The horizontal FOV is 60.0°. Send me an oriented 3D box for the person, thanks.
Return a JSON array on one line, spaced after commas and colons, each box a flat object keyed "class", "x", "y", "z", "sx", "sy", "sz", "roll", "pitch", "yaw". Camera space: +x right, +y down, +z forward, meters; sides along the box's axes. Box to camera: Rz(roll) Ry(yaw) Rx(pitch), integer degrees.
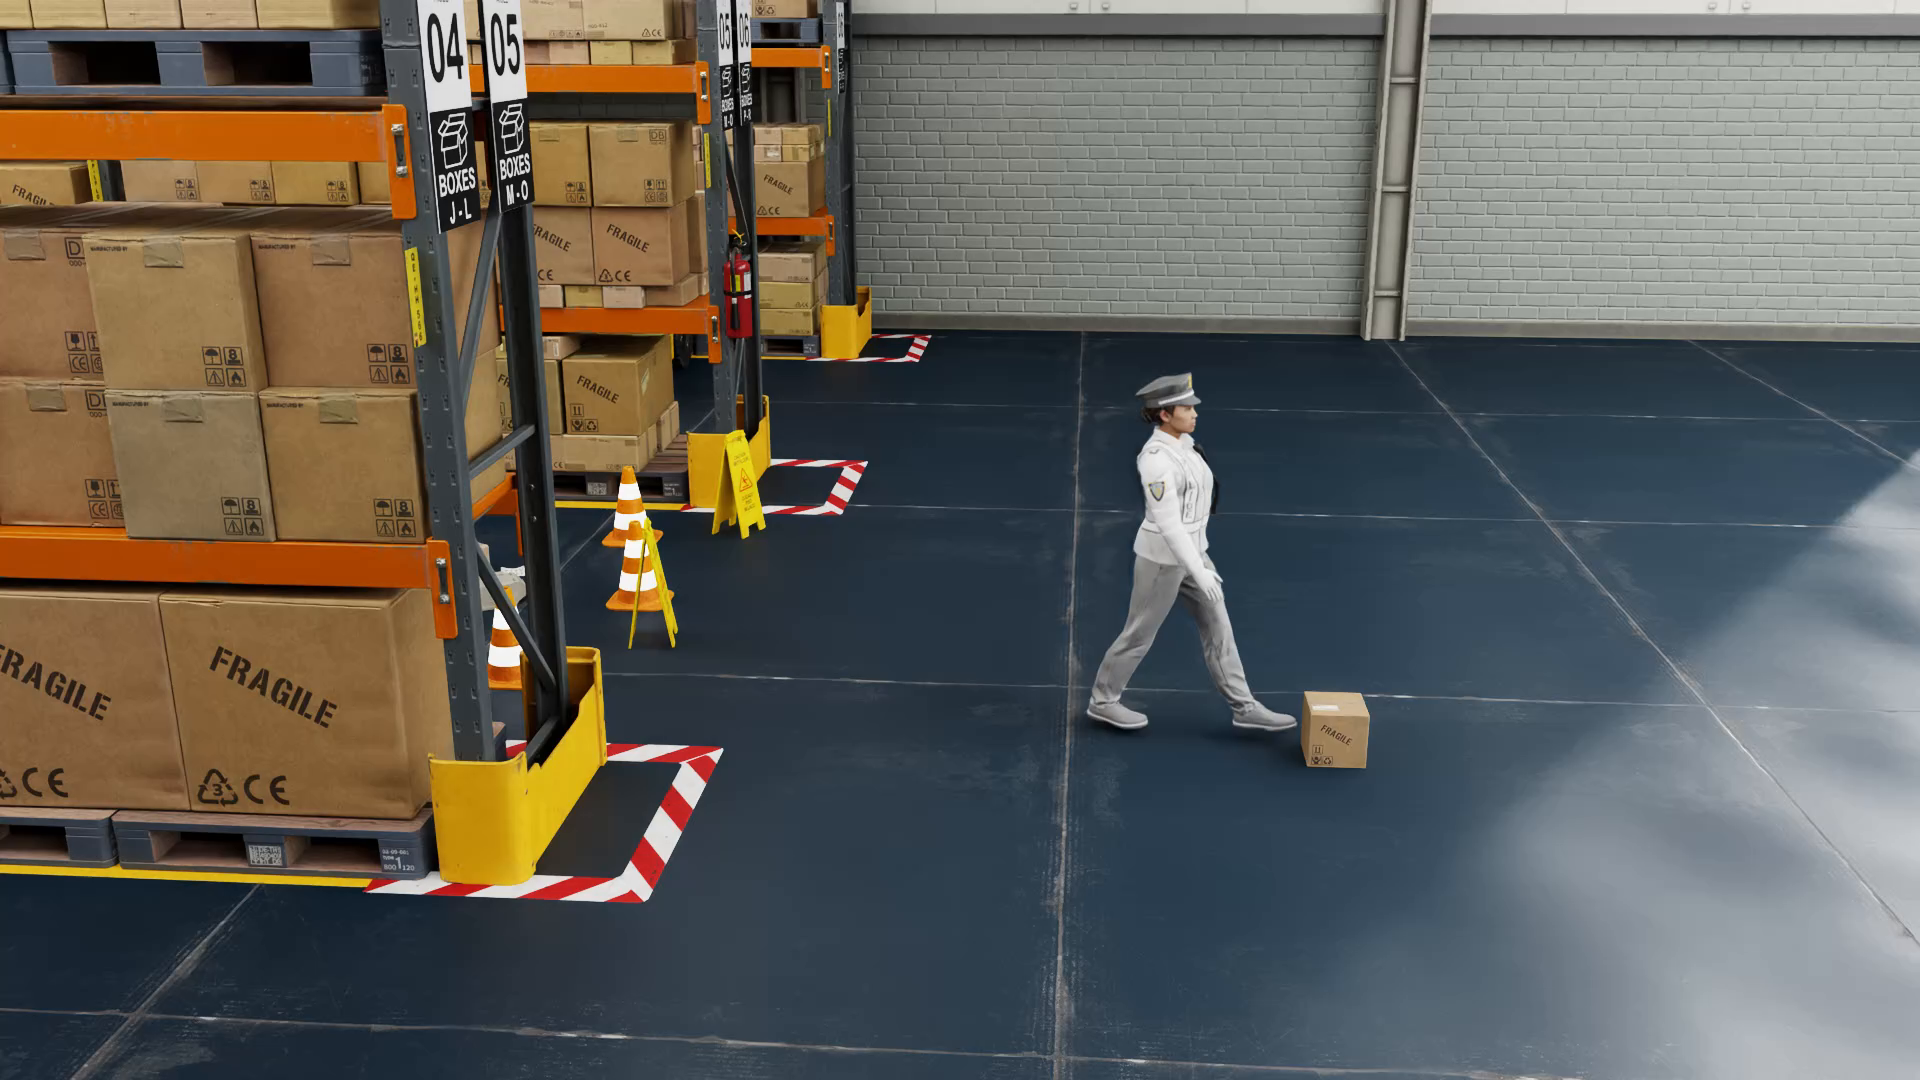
[{"class": "person", "x": 1.010, "y": 0.085, "z": 7.219, "sx": 0.917, "sy": 1.641, "sz": 0.505, "roll": 9, "pitch": 20, "yaw": 26}]
